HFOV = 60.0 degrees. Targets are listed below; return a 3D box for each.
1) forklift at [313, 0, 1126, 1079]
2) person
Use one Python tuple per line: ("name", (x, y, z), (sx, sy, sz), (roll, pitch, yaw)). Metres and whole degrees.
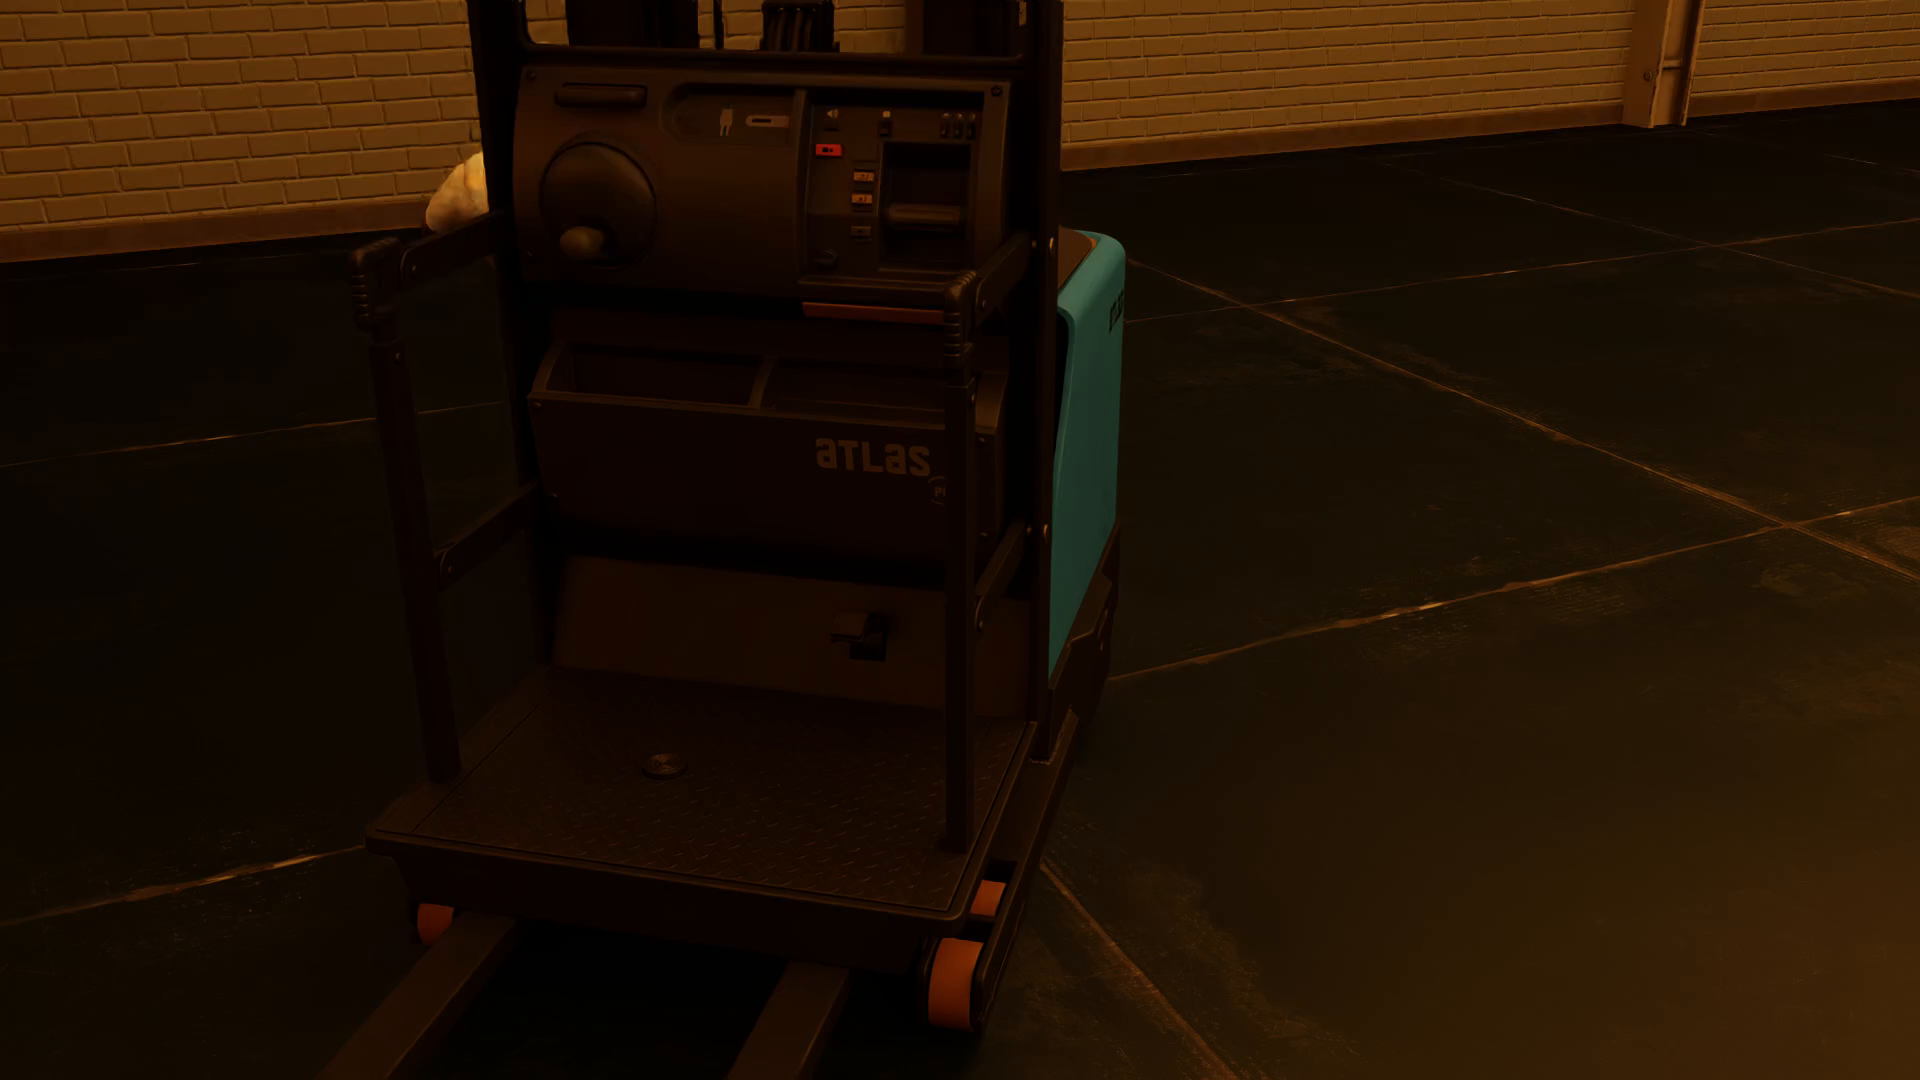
("forklift", (-0.418, -0.633, 2.810), (1.130, 2.935, 3.031), (5, 23, 13))
("person", (-1.100, -0.728, 4.943), (0.842, 1.483, 1.103), (-15, 27, -31))
